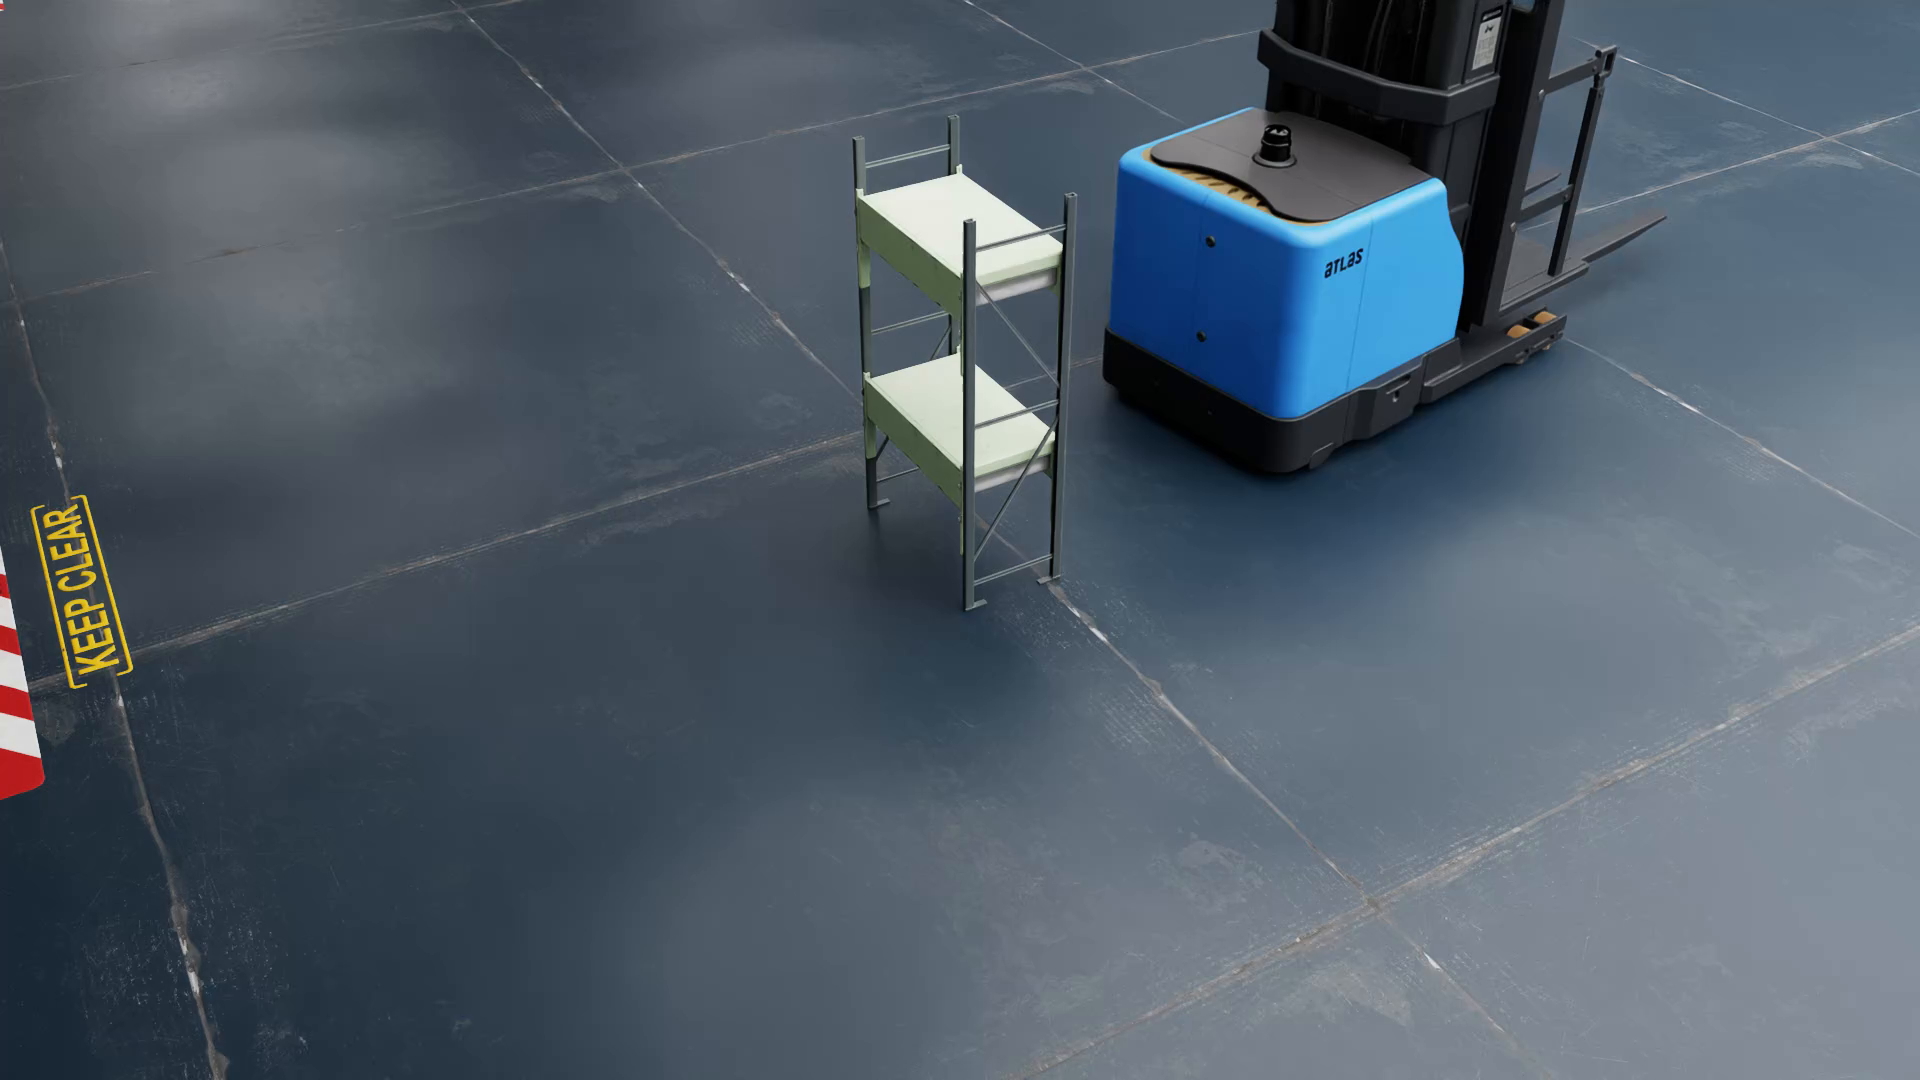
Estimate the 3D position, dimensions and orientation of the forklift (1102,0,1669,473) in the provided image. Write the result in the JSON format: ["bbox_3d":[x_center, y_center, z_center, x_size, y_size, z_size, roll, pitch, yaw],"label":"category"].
[{"bbox_3d":[2.061,-2.171,6.738,3.031,2.935,1.130,-26,44,-31],"label":"forklift"}]

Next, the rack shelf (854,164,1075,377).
[{"bbox_3d":[0.003,-0.917,5.573,0.431,0.370,0.720,-19,40,-24],"label":"rack shelf"}]

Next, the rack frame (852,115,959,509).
[{"bbox_3d":[-0.181,-0.789,6.059,0.400,1.500,0.023,-19,40,-24],"label":"rack frame"}]

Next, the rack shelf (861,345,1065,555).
[{"bbox_3d":[0.003,-0.339,5.995,0.431,0.370,0.720,-19,40,-24],"label":"rack shelf"}]

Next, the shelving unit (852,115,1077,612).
[{"bbox_3d":[0.003,-0.602,5.803,0.431,1.500,0.755,-19,40,-24],"label":"shelving unit"}]

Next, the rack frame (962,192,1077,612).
[{"bbox_3d":[0.187,-0.416,5.547,0.400,1.500,0.023,-19,40,-24],"label":"rack frame"}]
